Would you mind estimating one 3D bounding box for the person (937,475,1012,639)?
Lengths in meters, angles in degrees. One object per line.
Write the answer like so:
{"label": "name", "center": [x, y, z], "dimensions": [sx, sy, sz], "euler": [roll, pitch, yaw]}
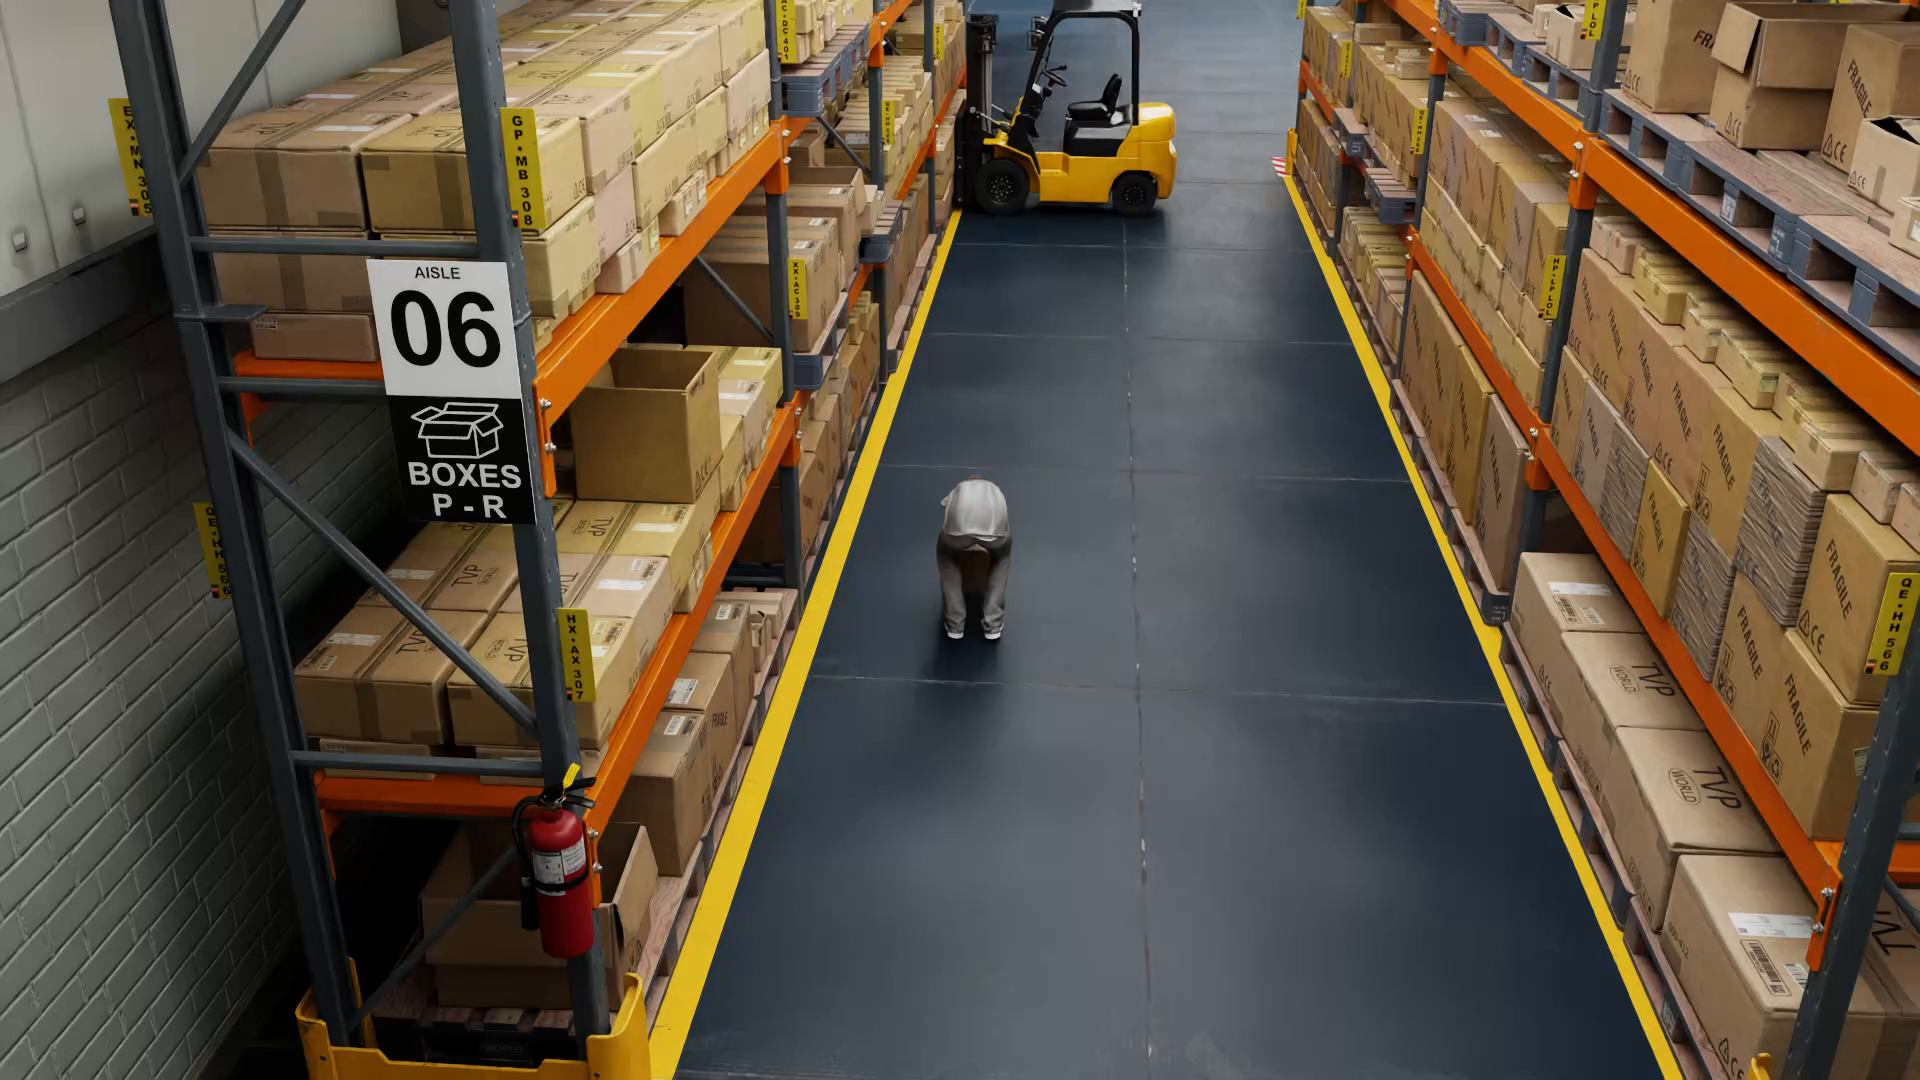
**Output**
{"label": "person", "center": [0.077, 0.042, 9.344], "dimensions": [0.418, 0.911, 0.858], "euler": [-1, 25, -1]}
